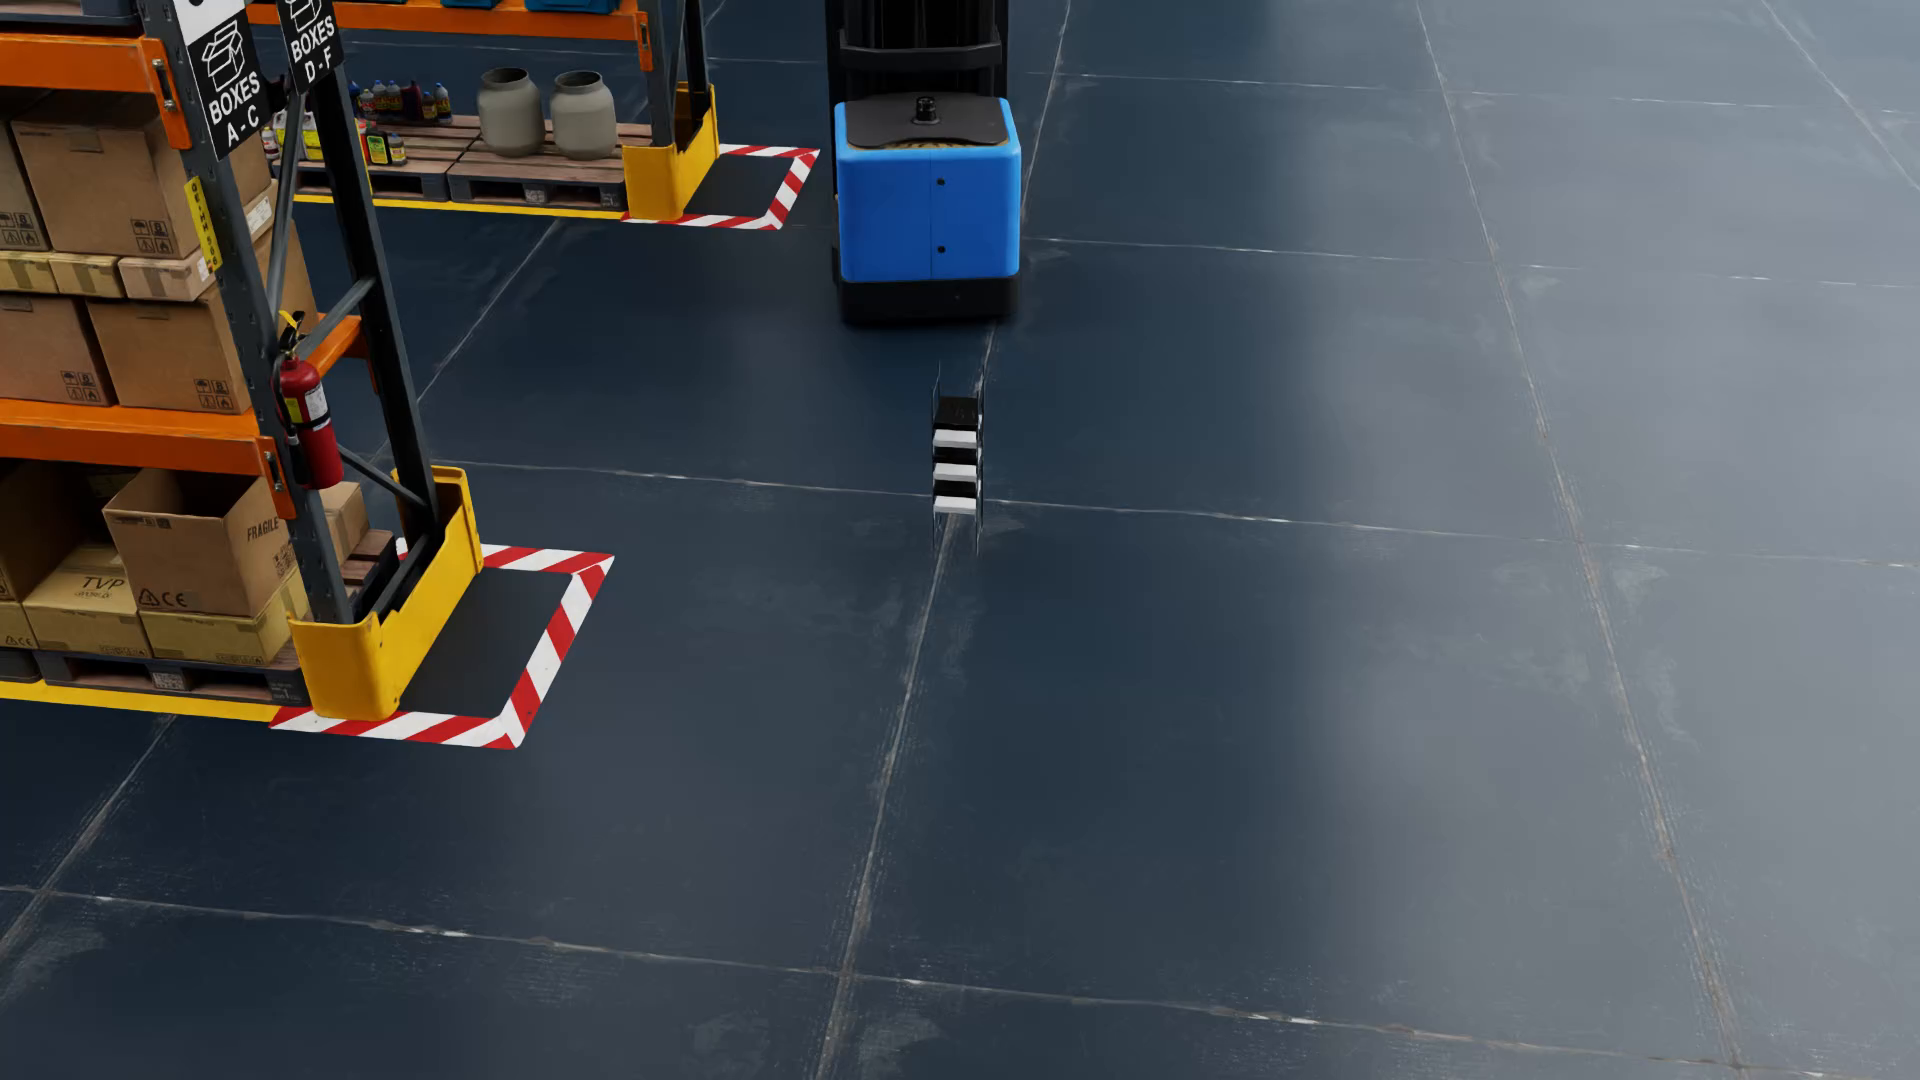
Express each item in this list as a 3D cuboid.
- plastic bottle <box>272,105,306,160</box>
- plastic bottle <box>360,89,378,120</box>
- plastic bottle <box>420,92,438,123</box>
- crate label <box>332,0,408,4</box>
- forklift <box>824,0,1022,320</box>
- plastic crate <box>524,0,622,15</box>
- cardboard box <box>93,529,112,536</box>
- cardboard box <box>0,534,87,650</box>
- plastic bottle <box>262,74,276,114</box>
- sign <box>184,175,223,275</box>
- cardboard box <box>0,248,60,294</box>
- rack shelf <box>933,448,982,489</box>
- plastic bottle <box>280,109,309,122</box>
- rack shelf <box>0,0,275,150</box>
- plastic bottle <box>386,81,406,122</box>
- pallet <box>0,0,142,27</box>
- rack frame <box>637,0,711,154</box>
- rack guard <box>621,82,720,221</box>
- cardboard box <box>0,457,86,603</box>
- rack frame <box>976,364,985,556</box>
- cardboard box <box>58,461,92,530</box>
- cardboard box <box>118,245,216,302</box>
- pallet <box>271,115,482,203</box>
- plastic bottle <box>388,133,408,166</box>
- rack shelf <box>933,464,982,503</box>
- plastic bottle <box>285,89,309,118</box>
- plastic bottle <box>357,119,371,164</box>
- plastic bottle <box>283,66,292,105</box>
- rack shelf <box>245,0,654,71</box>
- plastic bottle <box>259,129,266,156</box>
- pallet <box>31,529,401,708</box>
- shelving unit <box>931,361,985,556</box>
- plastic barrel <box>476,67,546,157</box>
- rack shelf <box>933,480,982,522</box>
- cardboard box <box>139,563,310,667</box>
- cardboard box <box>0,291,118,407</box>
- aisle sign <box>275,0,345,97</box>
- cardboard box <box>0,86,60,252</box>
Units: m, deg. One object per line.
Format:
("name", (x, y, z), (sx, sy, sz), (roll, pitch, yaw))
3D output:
("plastic bottle", (-4.464, -2.721, 11.070), (0.185, 0.351, 0.144), (4, 36, 6))
("plastic bottle", (-4.149, -3.063, 11.677), (0.097, 0.201, 0.097), (0, 36, 0))
("plastic bottle", (-3.714, -3.030, 11.632), (0.097, 0.201, 0.097), (0, 36, 0))
("crate label", (-3.713, -3.664, 10.458), (0.616, 0.435, 0.502), (4, 36, 6))
("forklift", (-0.276, -3.296, 10.033), (1.130, 2.935, 3.031), (-3, 36, -4))
("plastic crate", (-2.387, -3.473, 10.350), (0.616, 0.251, 0.499), (4, 36, 6))
("cardboard box", (-3.488, -0.070, 7.458), (0.500, 0.250, 0.500), (4, 36, 6))
("cardboard box", (-4.051, 0.198, 7.084), (0.500, 0.250, 0.500), (4, 36, 6))
("plastic bottle", (-4.955, -3.170, 11.699), (0.185, 0.351, 0.144), (3, 36, 4))
("sign", (-2.570, -1.071, 5.656), (0.005, 0.325, 0.100), (4, 36, 6))
("cardboard box", (-3.404, -1.076, 6.218), (0.250, 0.149, 0.380), (4, 36, 5))
("rack shelf", (-0.008, -0.340, 7.697), (0.200, 0.077, 0.258), (4, 36, 6))
("plastic bottle", (-4.470, -2.778, 11.214), (0.135, 0.276, 0.152), (4, 36, 6))
("rack shelf", (-4.471, -1.891, 6.043), (4.000, 0.370, 1.077), (4, 36, 6))
("plastic bottle", (-3.952, -3.076, 11.636), (0.097, 0.271, 0.097), (0, 36, 0))
("pallet", (-3.186, -2.067, 5.746), (1.213, 0.211, 1.003), (4, 36, 6))
("rack frame", (-1.853, -3.669, 10.496), (0.127, 3.000, 1.000), (4, 36, 6))
("rack guard", (-1.934, -2.630, 11.192), (0.348, 0.500, 1.175), (4, 36, 6))
("cardboard box", (-4.051, -0.106, 6.864), (0.500, 0.500, 0.500), (4, 36, 6))
("rack frame", (0.093, -0.359, 7.667), (0.006, 0.900, 0.240), (4, 36, 6))
("cardboard box", (-3.985, -0.405, 7.284), (0.500, 0.500, 0.500), (4, 36, 6))
("cardboard box", (-2.891, -1.038, 6.166), (0.250, 0.149, 0.380), (4, 36, 5))
("pallet", (-3.946, -2.667, 11.493), (1.213, 0.211, 1.003), (4, 36, 6))
("plastic bottle", (-3.730, -2.592, 11.018), (0.097, 0.201, 0.097), (0, 36, 0))
("rack shelf", (-0.008, -0.267, 7.749), (0.200, 0.077, 0.258), (4, 36, 6))
("plastic bottle", (-4.622, -3.058, 11.599), (0.133, 0.283, 0.061), (4, 36, 6))
("plastic bottle", (-3.977, -2.657, 11.044), (0.135, 0.276, 0.152), (5, 36, 6))
("plastic bottle", (-4.634, -3.146, 11.665), (0.185, 0.351, 0.144), (4, 36, 6))
("rack shelf", (-3.837, -3.524, 10.913), (4.000, 0.370, 1.077), (4, 36, 6))
("plastic bottle", (-4.727, -2.689, 11.083), (0.133, 0.283, 0.061), (6, 36, 8))
("pallet", (-3.251, 0.287, 7.353), (1.213, 0.211, 1.003), (4, 36, 6))
("shelving unit", (-0.008, -0.367, 7.677), (0.210, 0.900, 0.258), (4, 36, 6))
("plastic barrel", (-3.013, -2.869, 11.155), (0.421, 0.512, 0.421), (0, 36, 0))
("rack shelf", (-0.008, -0.193, 7.801), (0.200, 0.077, 0.258), (4, 36, 6))
("cardboard box", (-3.057, 0.264, 6.991), (0.500, 0.250, 0.500), (4, 36, 6))
("cardboard box", (-3.470, -0.934, 6.578), (0.500, 0.500, 0.700), (5, 36, 7))
("aisle sign", (-2.383, -2.045, 5.983), (0.004, 0.787, 0.394), (4, 36, 6))
("cardboard box", (-3.524, -1.465, 6.206), (0.500, 0.500, 0.700), (3, 36, 5))
